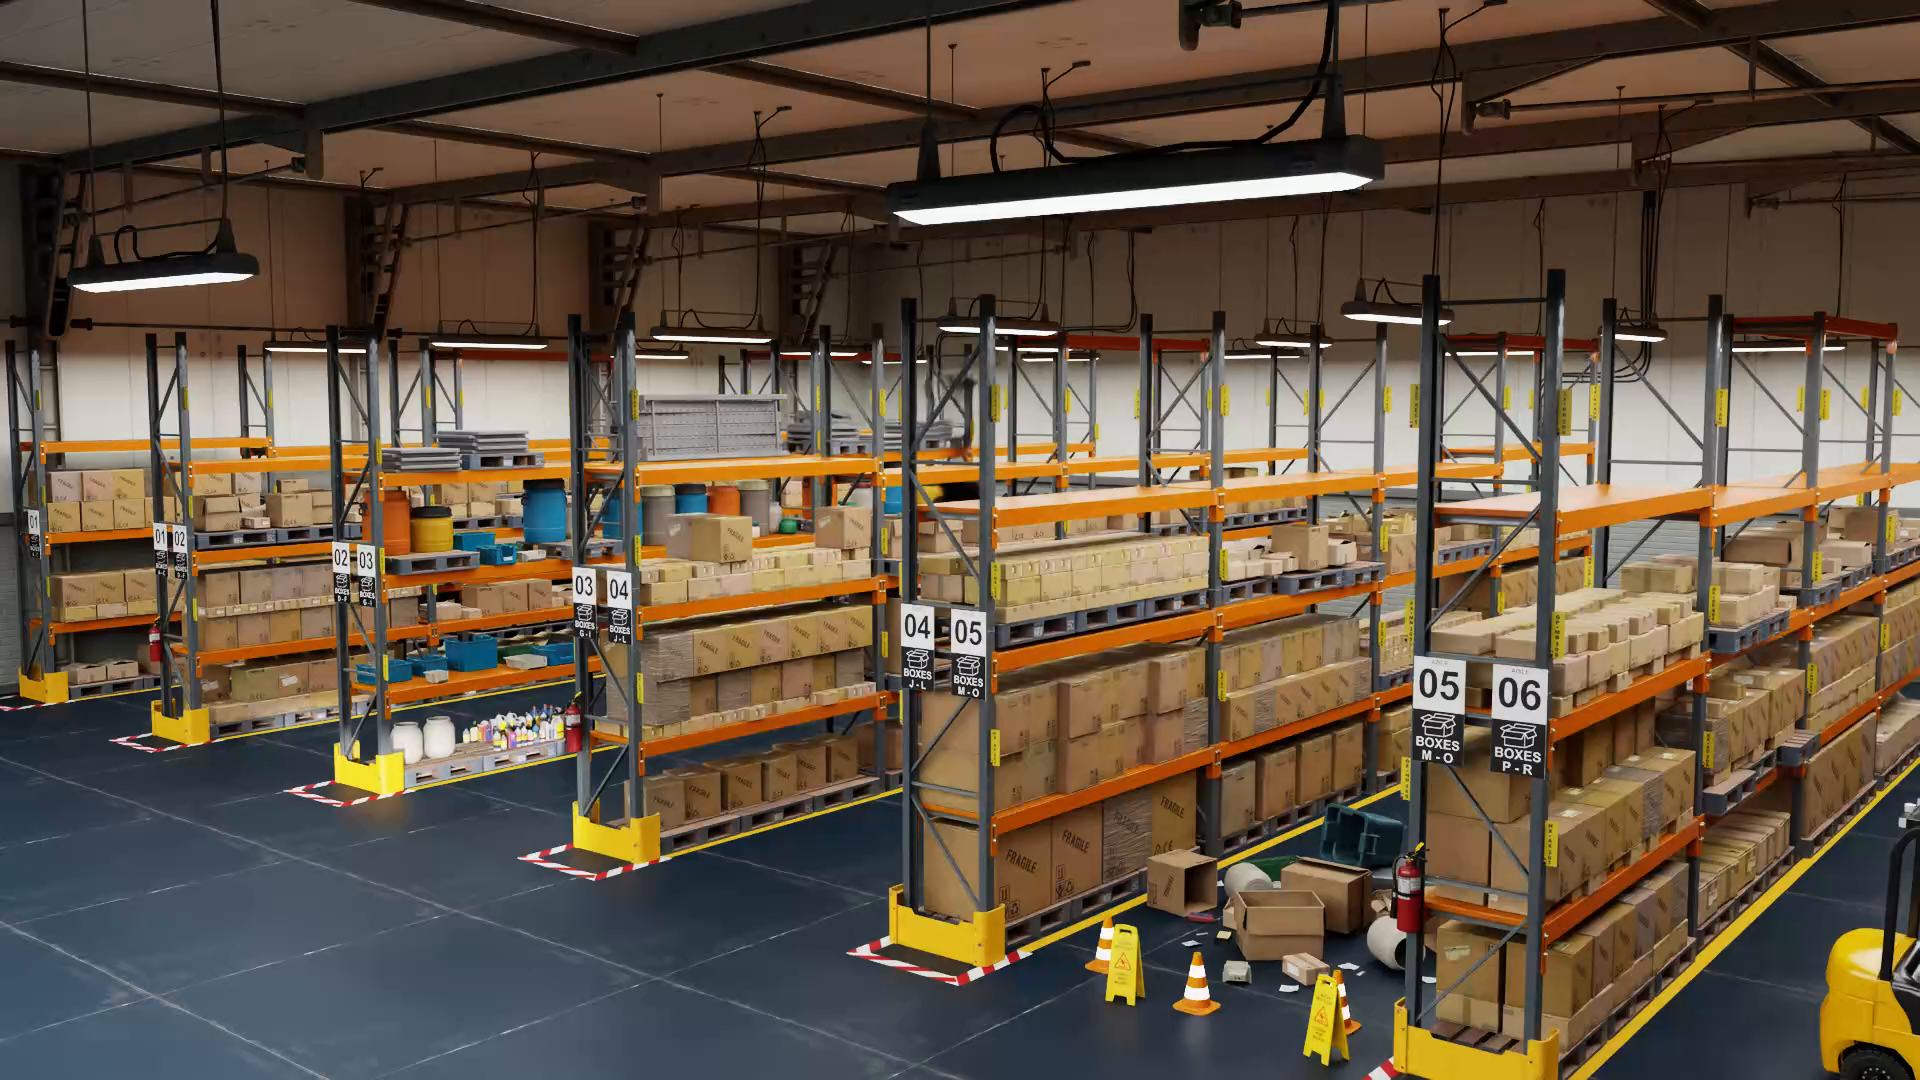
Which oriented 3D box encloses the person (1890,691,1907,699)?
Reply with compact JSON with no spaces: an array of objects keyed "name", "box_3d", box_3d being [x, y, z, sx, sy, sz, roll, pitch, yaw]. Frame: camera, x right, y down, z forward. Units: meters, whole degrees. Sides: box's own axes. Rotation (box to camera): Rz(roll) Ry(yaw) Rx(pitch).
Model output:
[{"name":"person","box_3d":[14.344,2.038,25.781,0.683,1.659,0.781,-5,7,-43]}]
